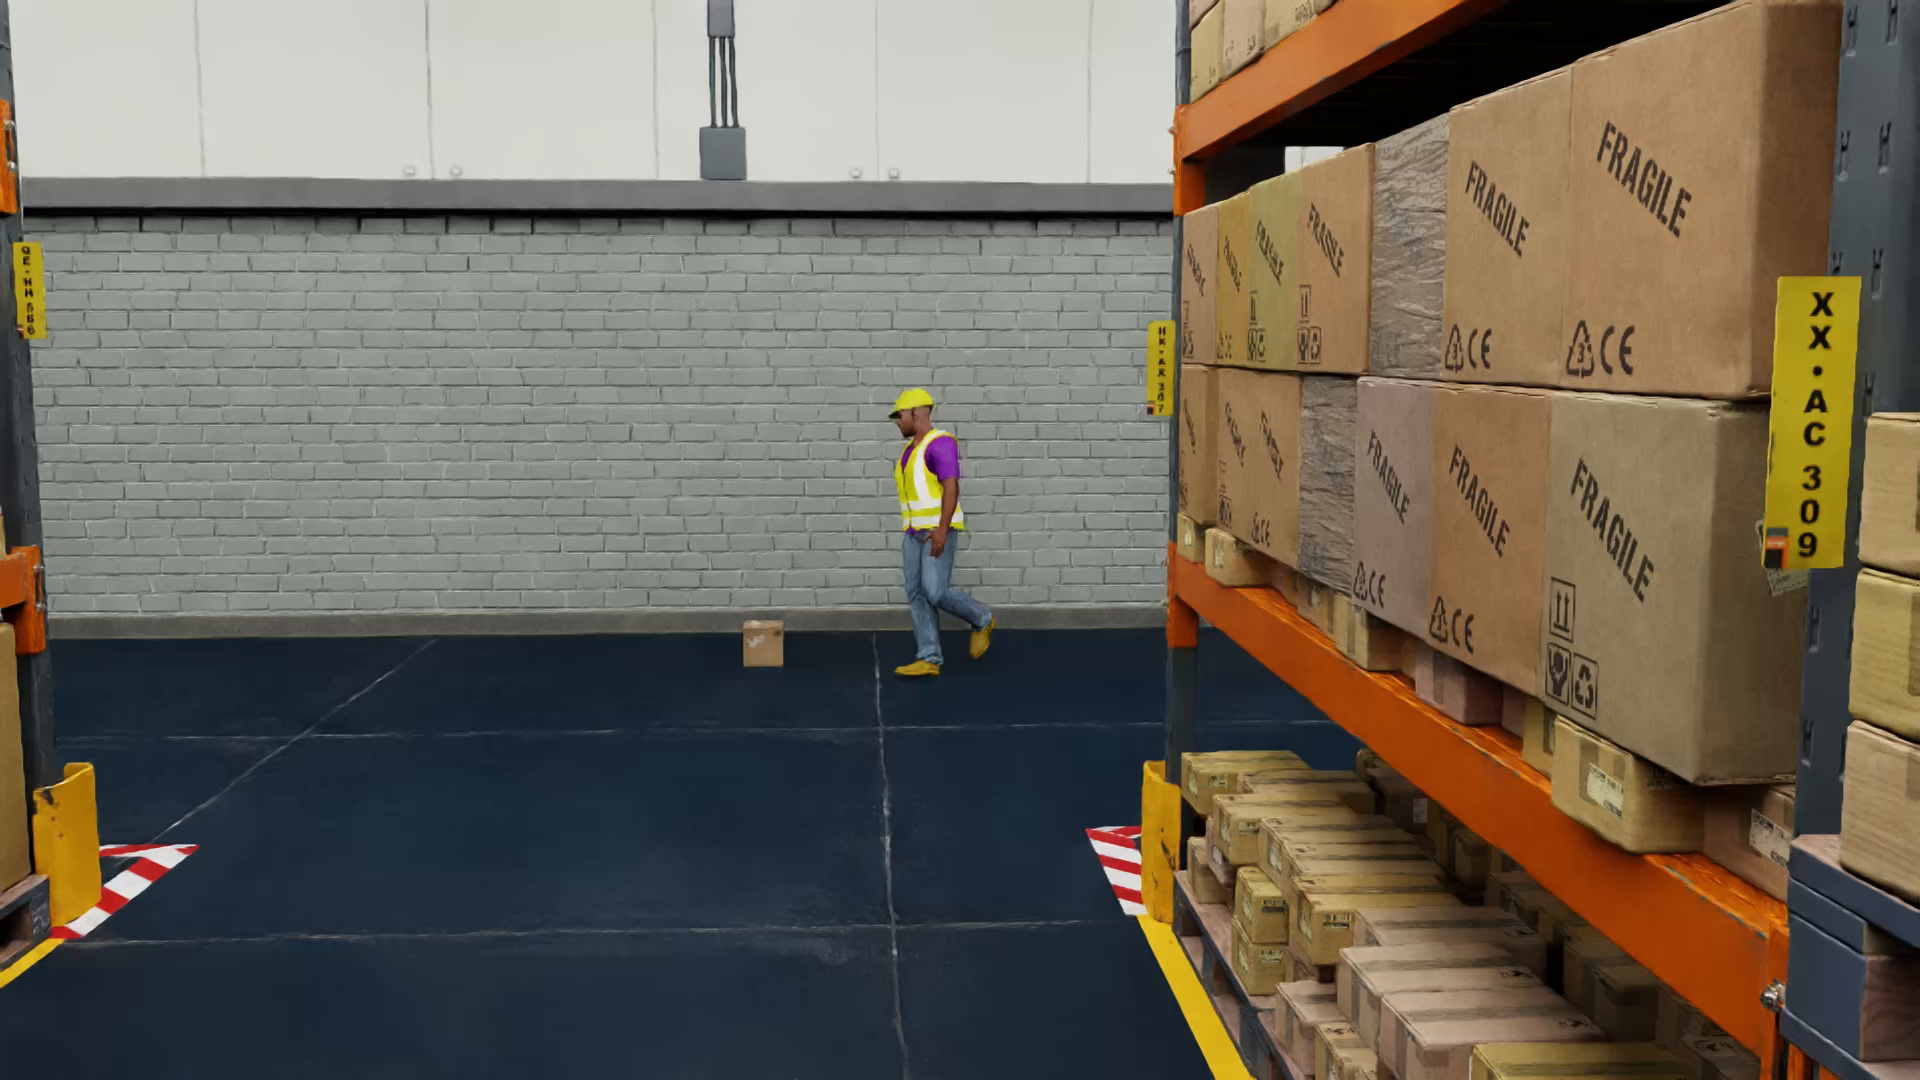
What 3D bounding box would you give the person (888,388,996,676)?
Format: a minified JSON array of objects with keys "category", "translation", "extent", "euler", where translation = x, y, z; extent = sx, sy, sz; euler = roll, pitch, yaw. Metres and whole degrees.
[{"category":"person","translation":[-0.153,-0.053,10.212],"extent":[0.710,1.745,0.609],"euler":[-4,8,-33]}]
